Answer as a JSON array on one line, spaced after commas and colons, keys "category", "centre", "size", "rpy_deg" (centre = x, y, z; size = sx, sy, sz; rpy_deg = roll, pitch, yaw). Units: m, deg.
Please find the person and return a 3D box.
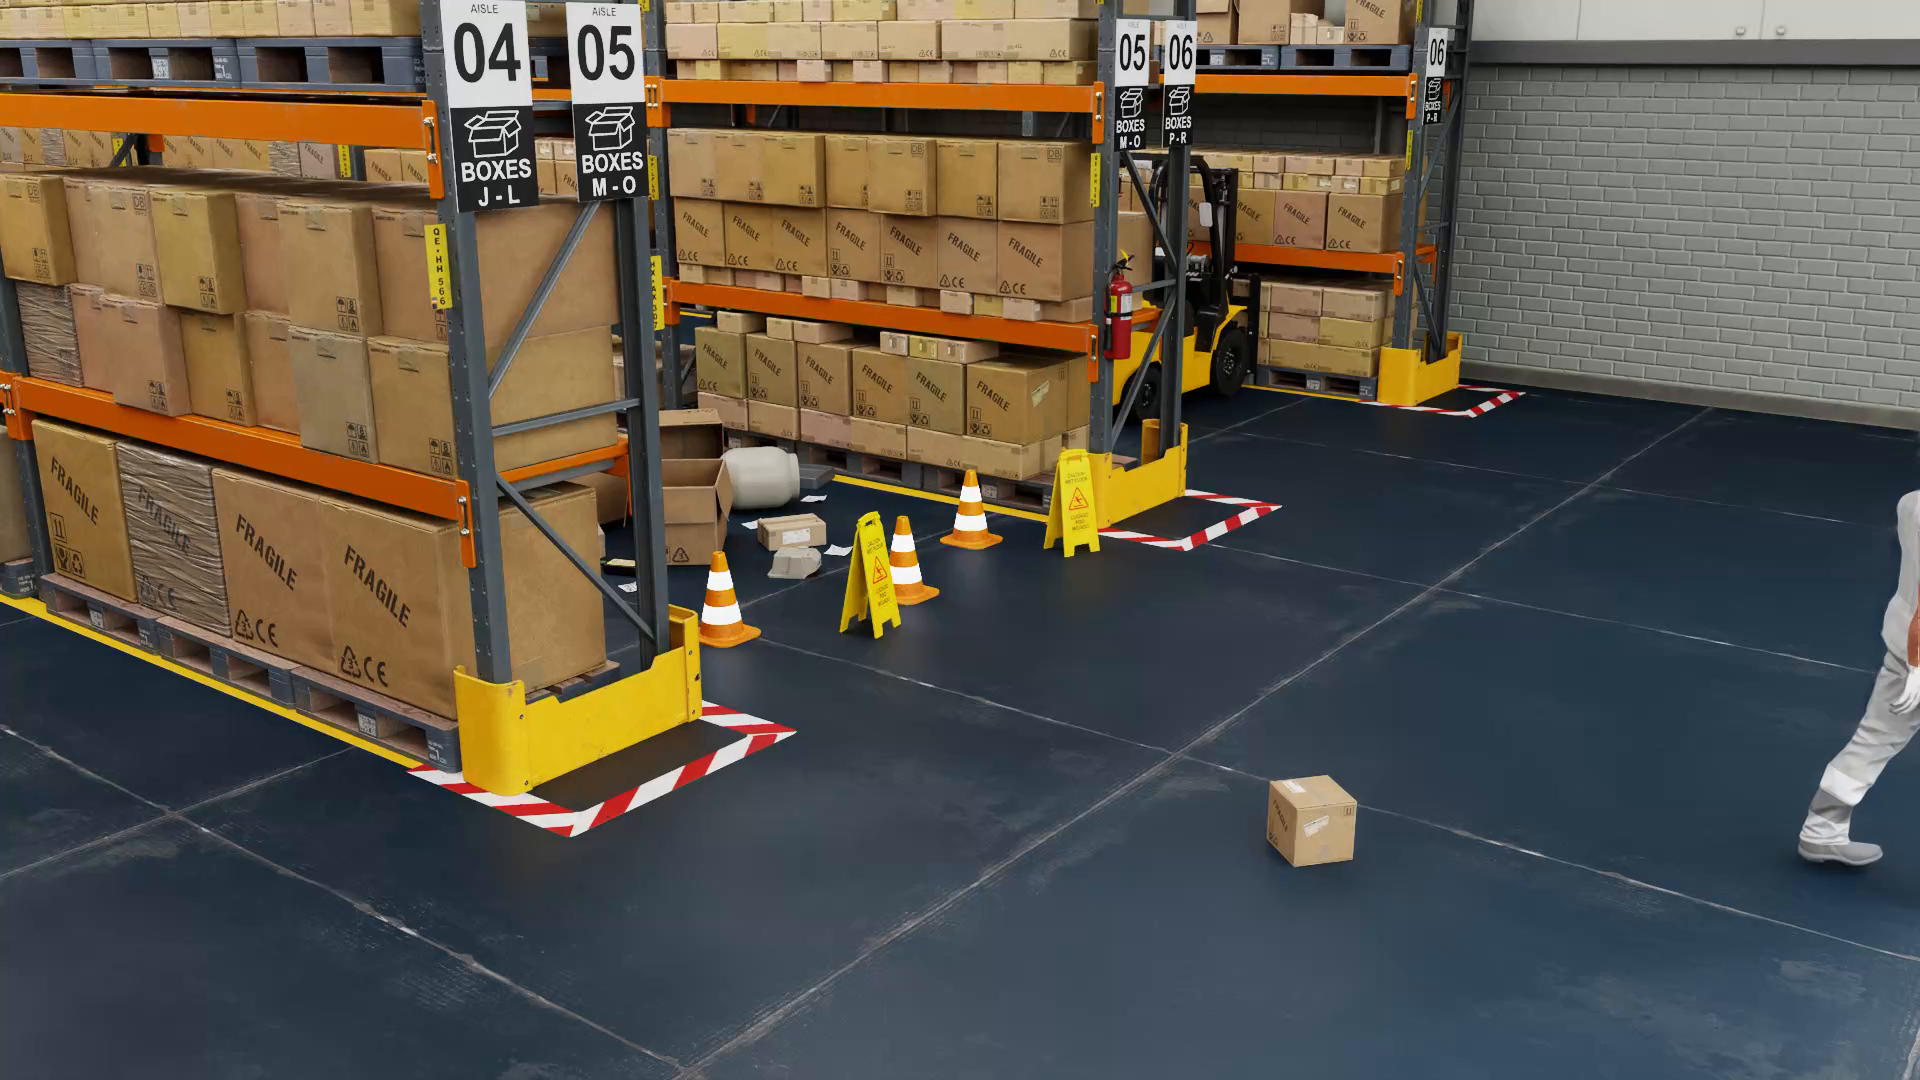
[{"category": "person", "centre": [3.652, 0.419, 6.006], "size": [0.920, 1.752, 0.532], "rpy_deg": [4, 17, 13]}]
